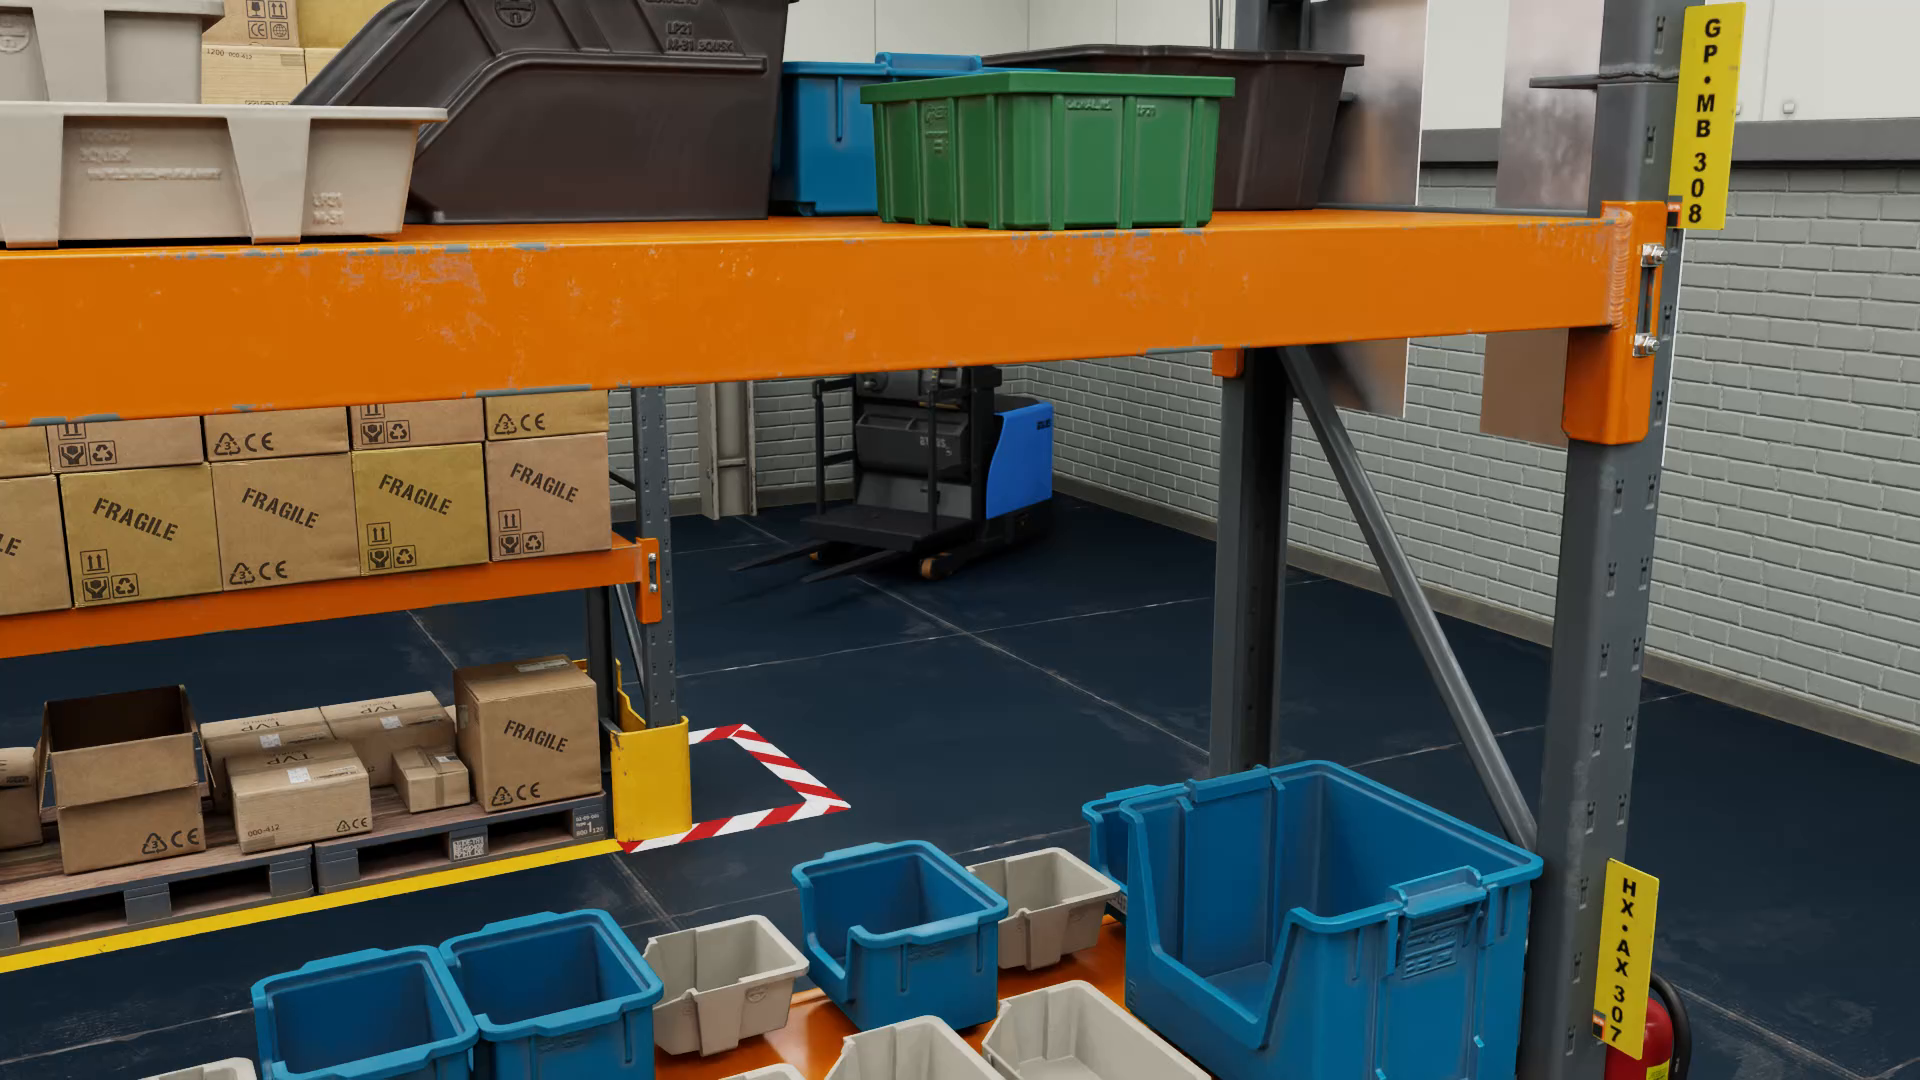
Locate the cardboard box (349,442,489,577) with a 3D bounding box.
[{"bbox_3d":[-2.251,-0.171,6.812,0.500,0.500,0.500,-7,14,-27],"label":"cardboard box"}]

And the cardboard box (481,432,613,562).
[{"bbox_3d":[-1.797,-0.227,7.057,0.500,0.500,0.500,-6,14,-26],"label":"cardboard box"}]

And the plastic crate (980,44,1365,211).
[{"bbox_3d":[0.364,-0.735,3.011,0.590,0.269,0.497,-7,14,-28],"label":"plastic crate"}]

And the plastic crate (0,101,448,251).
[{"bbox_3d":[-0.859,-0.392,1.788,0.530,0.136,0.437,-7,14,-28],"label":"plastic crate"}]

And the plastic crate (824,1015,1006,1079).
[{"bbox_3d":[-0.055,0.925,2.630,0.243,0.136,0.396,-7,14,-28],"label":"plastic crate"}]

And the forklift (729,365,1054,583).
[{"bbox_3d":[-0.469,-1.257,12.018,1.130,2.935,3.031,8,15,32],"label":"forklift"}]

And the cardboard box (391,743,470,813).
[{"bbox_3d":[-2.292,1.020,7.196,0.250,0.166,0.380,-7,14,-28],"label":"cardboard box"}]

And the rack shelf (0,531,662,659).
[{"bbox_3d":[-3.290,0.284,6.655,4.000,0.370,1.077,-7,14,-28],"label":"rack shelf"}]

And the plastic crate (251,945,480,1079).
[{"bbox_3d":[-0.958,0.862,2.690,0.300,0.233,0.416,-7,14,-28],"label":"plastic crate"}]

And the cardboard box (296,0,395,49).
[{"bbox_3d":[-2.457,-2.184,6.645,0.500,0.500,0.700,-7,14,-28],"label":"cardboard box"}]

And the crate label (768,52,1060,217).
[{"bbox_3d":[-0.129,-0.679,2.799,0.502,0.251,0.408,-7,14,-28],"label":"crate label"}]

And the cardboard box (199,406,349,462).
[{"bbox_3d":[-2.689,-0.606,6.463,0.500,0.500,0.500,-6,14,-26],"label":"cardboard box"}]

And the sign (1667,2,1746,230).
[{"bbox_3d":[1.113,-0.631,2.486,0.005,0.325,0.100,-7,14,-28],"label":"sign"}]

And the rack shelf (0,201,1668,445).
[{"bbox_3d":[-0.920,-0.225,2.082,4.000,0.370,1.077,-7,14,-28],"label":"rack shelf"}]

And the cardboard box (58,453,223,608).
[{"bbox_3d":[-3.134,-0.067,6.348,0.500,0.500,0.500,-7,14,-29],"label":"cardboard box"}]

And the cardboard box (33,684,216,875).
[{"bbox_3d":[-3.399,0.948,6.749,0.637,0.503,0.797,-7,14,-28],"label":"cardboard box"}]

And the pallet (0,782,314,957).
[{"bbox_3d":[-3.370,1.303,6.841,1.213,0.211,1.003,-7,14,-28],"label":"pallet"}]

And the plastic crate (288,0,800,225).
[{"bbox_3d":[-0.637,-0.648,2.466,0.767,0.338,0.504,-7,14,-28],"label":"plastic crate"}]

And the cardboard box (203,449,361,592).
[{"bbox_3d":[-2.691,-0.120,6.583,0.500,0.500,0.500,-7,14,-27],"label":"cardboard box"}]

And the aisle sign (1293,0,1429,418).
[{"bbox_3d":[0.756,-0.656,3.270,0.004,0.787,0.394,-7,14,-28],"label":"aisle sign"}]

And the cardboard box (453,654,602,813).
[{"bbox_3d":[-1.894,0.832,7.272,0.500,0.500,0.500,-7,14,-28],"label":"cardboard box"}]

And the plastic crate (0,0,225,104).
[{"bbox_3d":[-1.258,-0.554,2.179,0.530,0.282,0.437,-7,14,-28],"label":"plastic crate"}]

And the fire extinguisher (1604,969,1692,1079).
[{"bbox_3d":[1.186,0.969,2.998,0.183,0.674,0.296,-7,14,-28],"label":"fire extinguisher"}]

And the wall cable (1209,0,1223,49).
[{"bbox_3d":[1.224,-3.170,13.771,0.112,2.526,3.097,-7,14,-28],"label":"wall cable"}]

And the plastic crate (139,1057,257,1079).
[{"bbox_3d":[-1.291,0.957,2.491,0.466,0.136,0.293,-7,14,-28],"label":"plastic crate"}]

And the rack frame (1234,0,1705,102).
[{"bbox_3d":[0.836,-2.249,2.608,0.127,3.000,1.000,-7,14,-28],"label":"rack frame"}]

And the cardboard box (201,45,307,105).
[{"bbox_3d":[-2.743,-1.704,6.220,0.500,0.250,0.500,-7,14,-28],"label":"cardboard box"}]

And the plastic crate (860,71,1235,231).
[{"bbox_3d":[0.107,-0.524,2.255,0.336,0.188,0.450,-7,14,-28],"label":"plastic crate"}]

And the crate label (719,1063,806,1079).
[{"bbox_3d":[-0.288,0.959,2.479,0.243,0.136,0.396,-7,14,-28],"label":"crate label"}]

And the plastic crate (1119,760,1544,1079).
[{"bbox_3d":[0.631,0.702,2.940,0.499,0.435,0.616,-7,14,-28],"label":"plastic crate"}]

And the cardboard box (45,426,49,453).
[{"bbox_3d":[-3.835,-0.604,6.455,0.500,0.500,0.500,-7,14,-27],"label":"cardboard box"}]

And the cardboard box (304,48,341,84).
[{"bbox_3d":[-2.302,-1.756,6.450,0.500,0.250,0.500,-7,14,-28],"label":"cardboard box"}]

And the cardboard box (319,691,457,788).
[{"bbox_3d":[-2.587,0.904,7.519,0.500,0.250,0.500,-7,14,-28],"label":"cardboard box"}]

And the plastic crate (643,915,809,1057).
[{"bbox_3d":[-0.456,0.829,3.060,0.298,0.136,0.250,-7,14,-28],"label":"plastic crate"}]

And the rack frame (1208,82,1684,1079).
[{"bbox_3d":[0.836,0.677,3.267,0.127,3.000,1.000,-7,14,-28],"label":"rack frame"}]

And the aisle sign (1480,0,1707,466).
[{"bbox_3d":[1.039,-0.542,2.764,0.004,0.787,0.394,-7,14,-28],"label":"aisle sign"}]

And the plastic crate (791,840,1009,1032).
[{"bbox_3d":[-0.117,0.762,3.138,0.300,0.233,0.416,-7,14,-28],"label":"plastic crate"}]

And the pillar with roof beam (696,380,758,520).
[{"bbox_3d":[0.107,-3.780,9.408,0.400,9.000,9.100,-7,14,-28],"label":"pillar with roof beam"}]

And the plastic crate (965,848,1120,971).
[{"bbox_3d":[0.140,0.757,3.377,0.298,0.136,0.250,-7,14,-28],"label":"plastic crate"}]

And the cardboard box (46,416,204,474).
[{"bbox_3d":[-3.140,-0.552,6.223,0.500,0.500,0.500,-6,14,-26],"label":"cardboard box"}]

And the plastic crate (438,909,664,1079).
[{"bbox_3d":[-0.695,0.831,2.830,0.300,0.233,0.416,-7,14,-28],"label":"plastic crate"}]

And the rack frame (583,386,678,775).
[{"bbox_3d":[-1.535,-0.278,7.511,0.127,3.000,1.000,-7,14,-28],"label":"rack frame"}]

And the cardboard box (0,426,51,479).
[{"bbox_3d":[-3.593,-0.497,5.981,0.500,0.500,0.500,-7,15,-30],"label":"cardboard box"}]

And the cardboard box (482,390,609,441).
[{"bbox_3d":[-1.793,-0.714,6.946,0.500,0.500,0.500,-7,14,-28],"label":"cardboard box"}]

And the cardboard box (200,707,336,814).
[{"bbox_3d":[-3.025,0.957,7.285,0.500,0.250,0.500,-7,14,-28],"label":"cardboard box"}]

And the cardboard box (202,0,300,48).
[{"bbox_3d":[-2.845,-2.111,6.320,0.500,0.500,0.700,-7,14,-28],"label":"cardboard box"}]

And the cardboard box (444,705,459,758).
[{"bbox_3d":[-2.286,0.894,7.755,0.250,0.166,0.380,-7,14,-28],"label":"cardboard box"}]

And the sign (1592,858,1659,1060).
[{"bbox_3d":[1.113,0.702,2.786,0.005,0.325,0.100,-7,14,-28],"label":"sign"}]

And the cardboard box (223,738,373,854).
[{"bbox_3d":[-2.742,1.048,6.881,0.500,0.250,0.500,-7,14,-28],"label":"cardboard box"}]

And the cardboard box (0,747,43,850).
[{"bbox_3d":[-4.023,1.047,6.747,0.500,0.311,0.500,-7,14,-28],"label":"cardboard box"}]

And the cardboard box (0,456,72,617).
[{"bbox_3d":[-3.579,-0.013,6.109,0.500,0.500,0.500,-7,14,-28],"label":"cardboard box"}]

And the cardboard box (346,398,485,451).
[{"bbox_3d":[-2.237,-0.661,6.709,0.500,0.500,0.500,-6,14,-26],"label":"cardboard box"}]

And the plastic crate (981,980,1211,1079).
[{"bbox_3d":[0.207,0.898,2.753,0.243,0.136,0.396,-7,14,-28],"label":"plastic crate"}]

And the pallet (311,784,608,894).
[{"bbox_3d":[-2.301,1.175,7.408,1.213,0.211,1.003,-7,14,-28],"label":"pallet"}]

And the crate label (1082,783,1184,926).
[{"bbox_3d":[0.461,0.692,3.445,0.303,0.233,0.416,-7,14,-28],"label":"crate label"}]

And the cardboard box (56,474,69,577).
[{"bbox_3d":[-3.828,-0.117,6.567,0.500,0.500,0.500,-6,14,-27],"label":"cardboard box"}]

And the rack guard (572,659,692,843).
[{"bbox_3d":[-1.601,0.950,7.749,0.348,0.500,1.175,-7,14,-28],"label":"rack guard"}]

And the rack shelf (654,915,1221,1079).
[{"bbox_3d":[-0.920,1.239,2.411,4.000,0.370,1.077,-7,14,-28],"label":"rack shelf"}]
